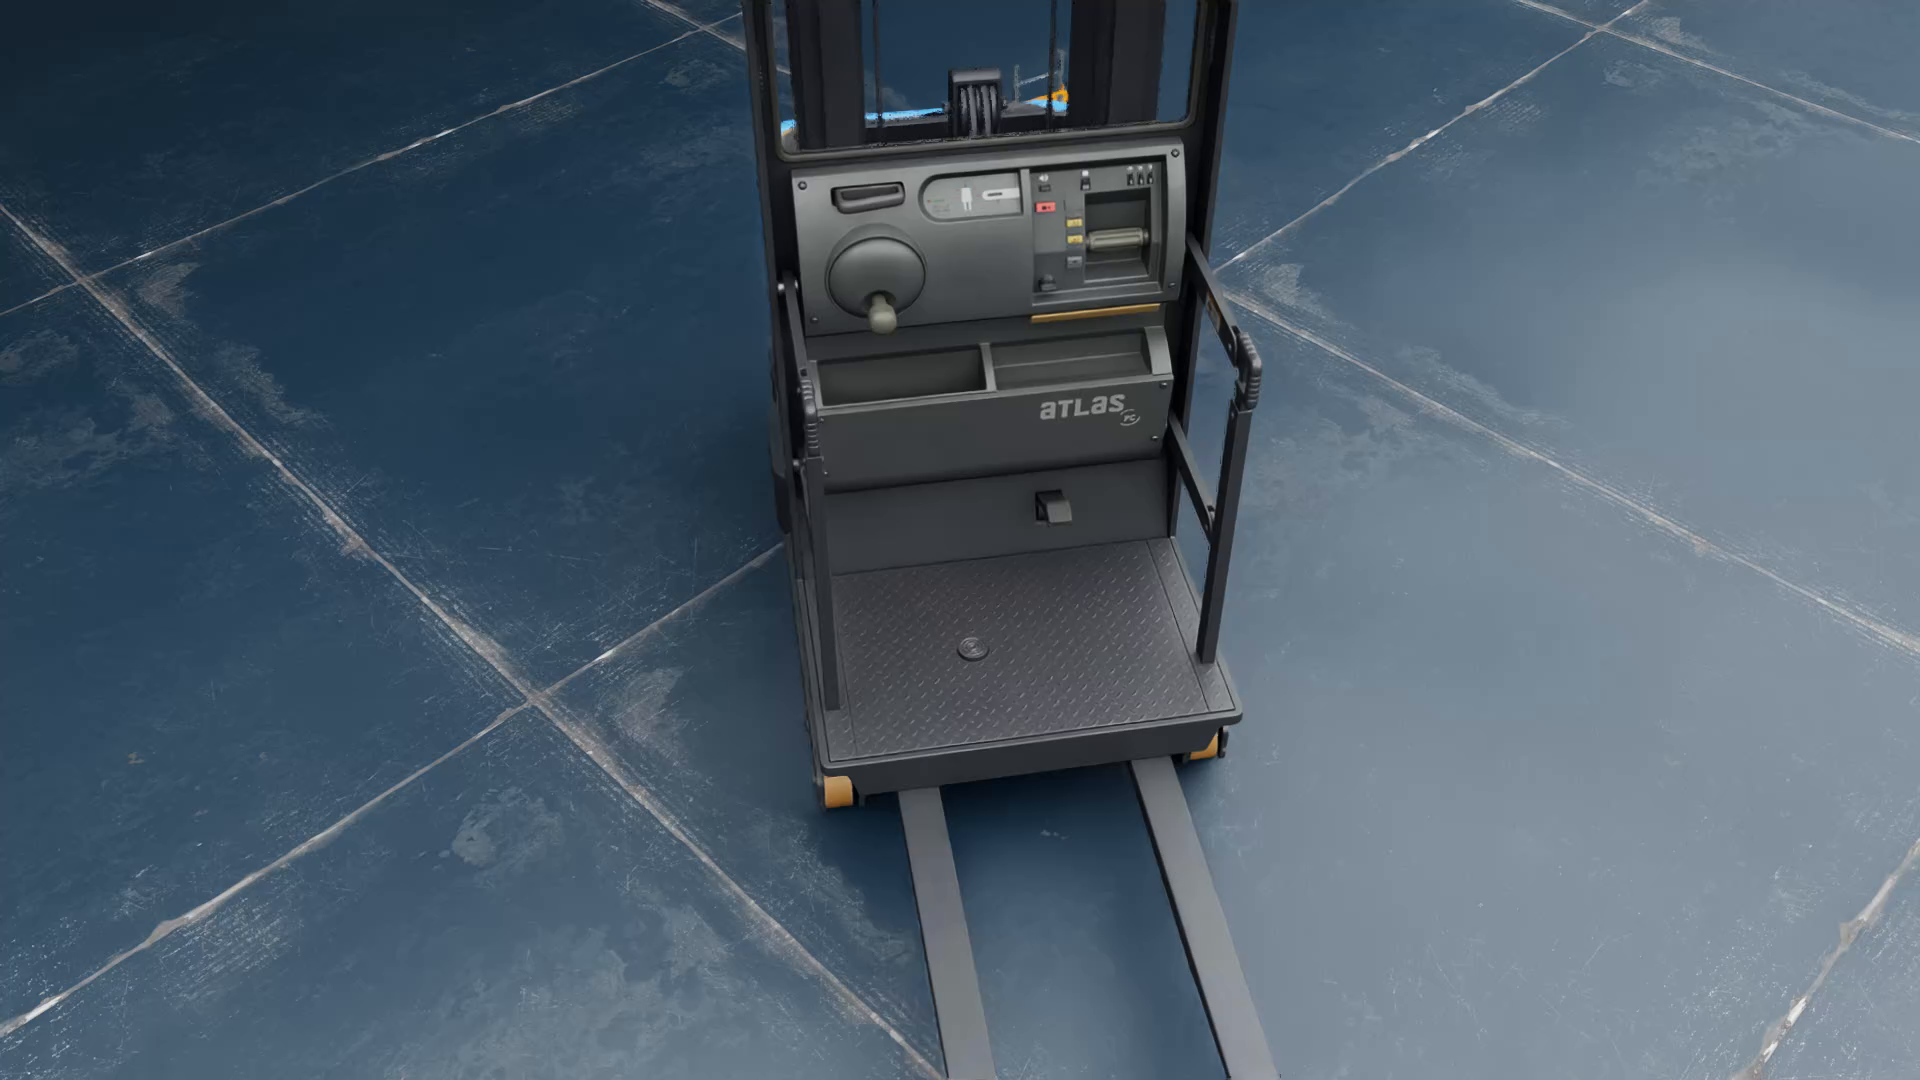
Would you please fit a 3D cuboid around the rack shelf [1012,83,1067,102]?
[{"bbox_3d":[0.321,-1.319,5.501,0.215,0.259,0.240,-23,48,-23],"label":"rack shelf"}]

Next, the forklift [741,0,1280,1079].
[{"bbox_3d":[0.114,-0.627,3.769,1.130,2.935,3.031,-7,43,-7],"label":"forklift"}]

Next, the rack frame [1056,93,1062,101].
[{"bbox_3d":[0.387,-1.049,5.611,0.200,1.050,0.008,-23,48,-23],"label":"rack frame"}]

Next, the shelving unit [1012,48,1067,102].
[{"bbox_3d":[0.321,-1.119,5.686,0.215,1.050,0.252,-23,48,-23],"label":"shelving unit"}]

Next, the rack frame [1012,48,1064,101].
[{"bbox_3d":[0.255,-1.188,5.762,0.200,1.050,0.008,-23,48,-23],"label":"rack frame"}]
